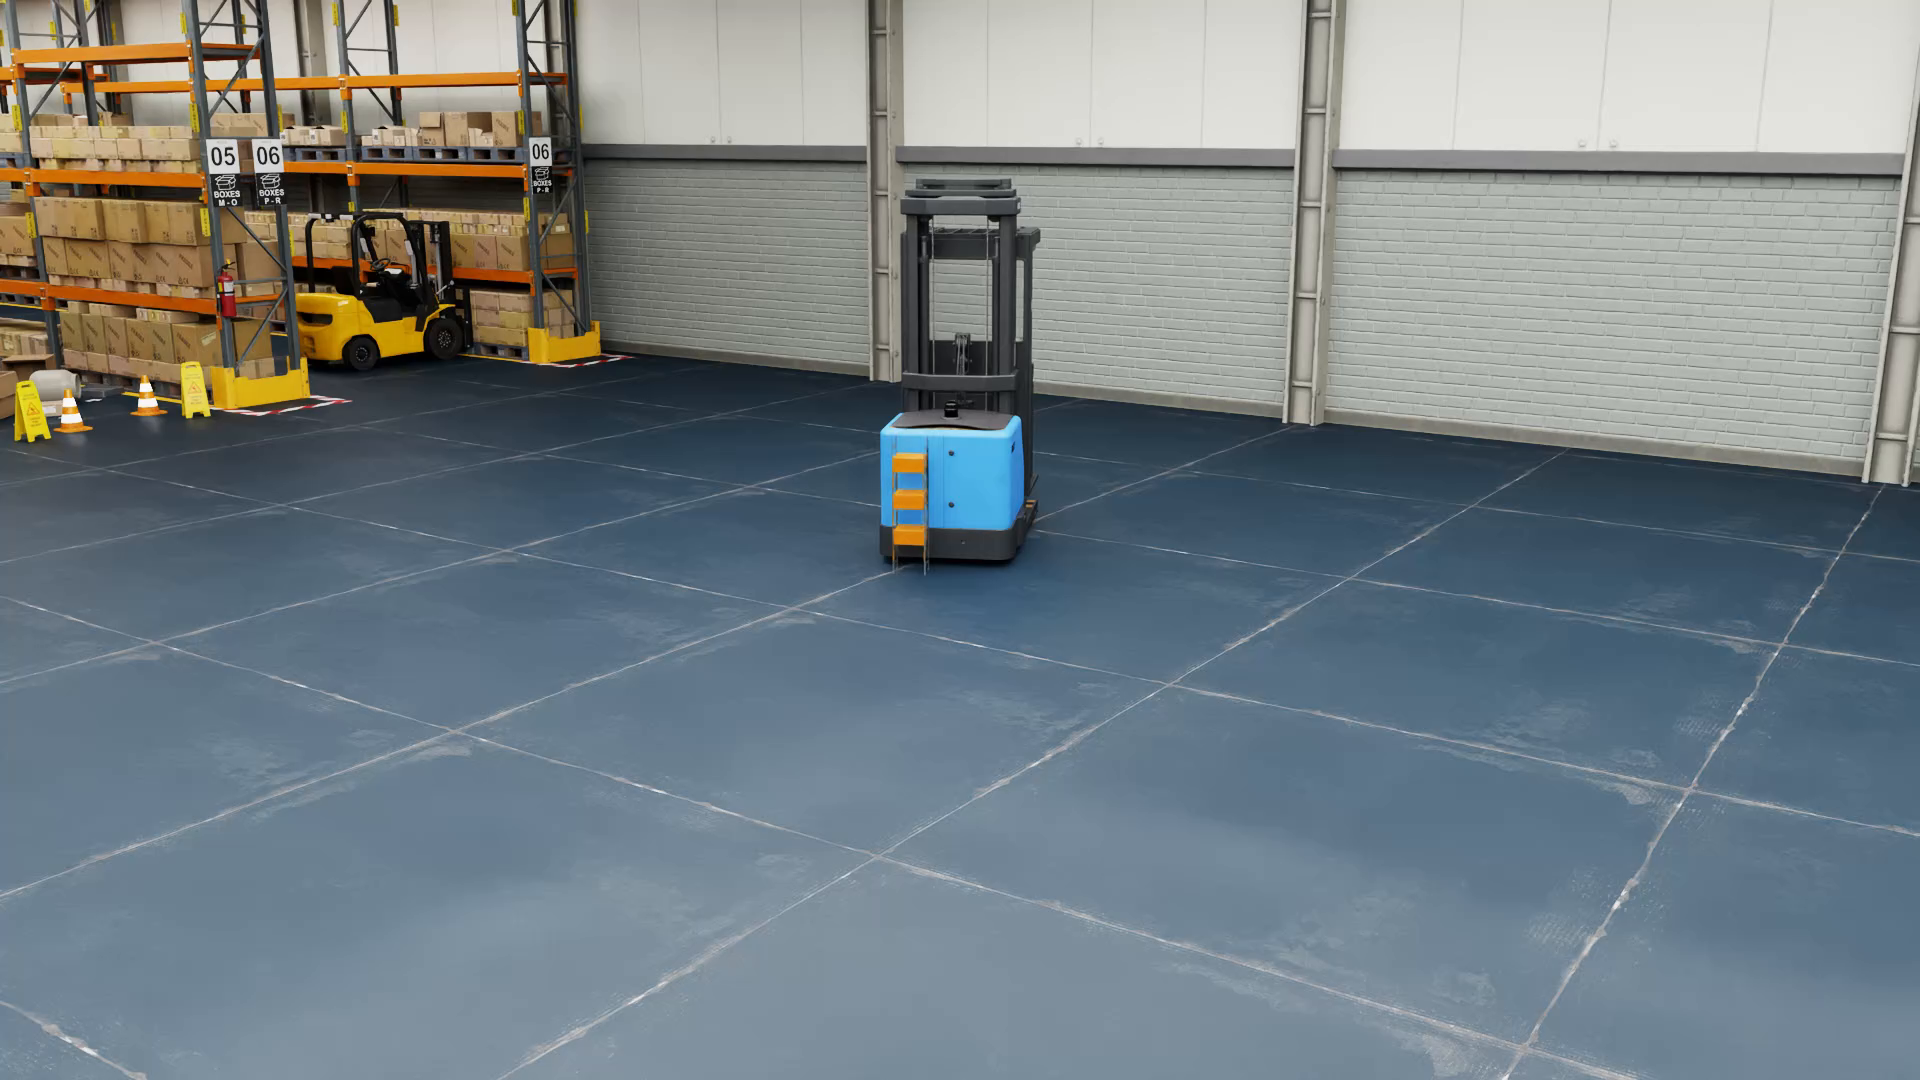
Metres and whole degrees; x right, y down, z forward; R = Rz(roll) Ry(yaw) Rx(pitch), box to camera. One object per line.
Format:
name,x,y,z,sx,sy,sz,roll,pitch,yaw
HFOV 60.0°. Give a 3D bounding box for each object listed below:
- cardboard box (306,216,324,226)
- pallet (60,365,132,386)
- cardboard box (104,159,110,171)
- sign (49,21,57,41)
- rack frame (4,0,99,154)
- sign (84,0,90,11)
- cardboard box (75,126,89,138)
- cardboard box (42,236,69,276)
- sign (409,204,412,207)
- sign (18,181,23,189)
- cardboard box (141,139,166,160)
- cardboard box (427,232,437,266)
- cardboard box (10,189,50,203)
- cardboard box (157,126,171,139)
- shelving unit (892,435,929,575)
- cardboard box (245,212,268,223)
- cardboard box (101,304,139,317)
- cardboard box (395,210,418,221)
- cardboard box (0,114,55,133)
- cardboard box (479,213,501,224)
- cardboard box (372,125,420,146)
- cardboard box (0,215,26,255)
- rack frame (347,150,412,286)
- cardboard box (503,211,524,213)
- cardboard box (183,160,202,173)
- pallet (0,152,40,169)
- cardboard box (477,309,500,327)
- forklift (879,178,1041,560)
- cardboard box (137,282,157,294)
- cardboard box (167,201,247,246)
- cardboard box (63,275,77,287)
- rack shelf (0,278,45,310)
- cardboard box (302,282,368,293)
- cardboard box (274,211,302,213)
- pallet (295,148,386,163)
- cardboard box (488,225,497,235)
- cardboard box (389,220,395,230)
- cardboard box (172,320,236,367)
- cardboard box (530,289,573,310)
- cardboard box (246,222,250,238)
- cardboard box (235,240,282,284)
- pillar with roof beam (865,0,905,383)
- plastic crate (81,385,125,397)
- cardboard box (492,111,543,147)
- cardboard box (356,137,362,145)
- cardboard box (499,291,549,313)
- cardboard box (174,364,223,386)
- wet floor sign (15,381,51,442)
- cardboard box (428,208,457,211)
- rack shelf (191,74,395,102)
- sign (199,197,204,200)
cardboard box,-10.302,-5.148,26.817,0.250,0.149,0.380,9,16,31
pallet,-11.394,-2.273,22.565,1.213,0.211,1.003,9,17,33
cardboard box,-10.568,-4.745,21.031,0.250,0.149,0.380,9,17,33
sign,-16.160,-9.071,29.630,0.005,0.325,0.100,9,17,33
rack frame,-11.971,-6.621,21.844,0.127,3.000,1.000,9,17,33
sign,-11.653,-7.219,22.150,0.005,0.325,0.100,9,17,33
cardboard box,-11.009,-5.193,21.180,0.250,0.149,0.380,9,16,31
cardboard box,-11.762,-3.788,22.055,0.500,0.500,0.500,9,17,33
sign,-8.896,-5.269,26.900,0.005,0.325,0.100,9,17,33
sign,-18.835,-7.132,33.325,0.005,0.325,0.100,9,17,33
cardboard box,-9.636,-4.786,20.365,0.500,0.250,0.500,9,16,32
cardboard box,-7.714,-4.431,25.271,0.500,0.500,0.500,9,17,33
cardboard box,-17.690,-6.429,31.683,0.500,0.500,0.500,10,17,34
cardboard box,-9.512,-4.953,20.212,0.250,0.149,0.380,9,16,32
shelving unit,-0.378,-0.266,12.713,0.252,1.050,0.215,2,14,7
cardboard box,-11.749,-5.400,27.839,0.250,0.149,0.380,9,17,33
cardboard box,-10.910,-2.992,21.603,0.250,0.149,0.380,10,17,36
cardboard box,-8.465,-5.001,25.606,0.250,0.149,0.380,10,17,34
cardboard box,-12.523,-5.591,22.324,0.500,0.250,0.500,10,17,34
cardboard box,-6.919,-4.782,24.720,0.250,0.149,0.380,9,17,33
cardboard box,-8.650,-6.205,25.506,0.500,0.311,0.500,10,17,34
cardboard box,-12.895,-4.189,22.800,0.500,0.500,0.500,9,17,33
rack frame,-9.204,-4.700,26.565,0.127,3.000,1.000,9,17,33
cardboard box,-6.667,-4.869,25.073,0.250,0.149,0.380,9,17,33
cardboard box,-9.104,-4.499,20.036,0.250,0.149,0.380,9,17,33
pallet,-12.424,-5.178,22.648,1.003,0.211,1.213,9,17,33
cardboard box,-6.873,-3.347,24.910,0.500,0.250,0.500,9,17,32
forklift,0.089,-1.571,14.071,1.130,2.935,3.031,2,14,8
cardboard box,-10.182,-3.216,21.095,0.250,0.149,0.380,9,17,32
cardboard box,-9.198,-3.876,20.331,0.500,0.500,0.700,9,16,31
cardboard box,-11.650,-3.458,22.071,0.250,0.149,0.380,10,17,34
rack shelf,-13.631,-3.628,23.735,4.000,0.370,1.077,9,17,33
cardboard box,-10.283,-3.924,27.500,0.625,0.625,0.875,9,17,32
cardboard box,-11.437,-5.517,28.311,0.250,0.149,0.380,9,16,32
pallet,-9.943,-6.178,26.695,1.217,0.209,0.805,8,16,31
cardboard box,-6.739,-4.592,24.575,0.250,0.149,0.380,10,17,34
cardboard box,-8.639,-4.904,25.833,0.250,0.149,0.380,9,17,33
cardboard box,-9.462,-2.461,20.812,0.500,0.500,0.500,9,17,33
cardboard box,-6.178,-3.620,24.971,0.500,0.250,0.500,9,16,32
cardboard box,-11.877,-5.230,27.981,0.500,0.250,0.500,10,17,35
cardboard box,-8.890,-3.485,20.830,0.500,0.500,0.500,9,16,32
pillar with roof beam,-3.384,-5.685,18.063,0.400,9.000,9.100,9,17,33
plastic crate,-11.126,-1.918,21.405,0.583,0.080,0.402,3,14,14
cardboard box,-6.388,-5.931,24.007,0.500,0.500,0.500,10,17,35
cardboard box,-9.799,-6.439,26.790,0.250,0.149,0.380,9,17,33
cardboard box,-6.441,-3.517,24.556,0.500,0.250,0.500,10,17,35
cardboard box,-9.493,-2.100,20.912,0.500,0.250,0.500,9,17,33
wet floor sign,-10.202,-1.420,18.218,0.232,0.644,0.267,6,15,23
cardboard box,-8.116,-5.129,26.123,0.250,0.149,0.380,9,16,32
rack shelf,-10.864,-7.337,27.062,4.000,0.370,1.077,9,17,33
sign,-12.818,-5.650,28.160,0.005,0.325,0.100,9,17,33
